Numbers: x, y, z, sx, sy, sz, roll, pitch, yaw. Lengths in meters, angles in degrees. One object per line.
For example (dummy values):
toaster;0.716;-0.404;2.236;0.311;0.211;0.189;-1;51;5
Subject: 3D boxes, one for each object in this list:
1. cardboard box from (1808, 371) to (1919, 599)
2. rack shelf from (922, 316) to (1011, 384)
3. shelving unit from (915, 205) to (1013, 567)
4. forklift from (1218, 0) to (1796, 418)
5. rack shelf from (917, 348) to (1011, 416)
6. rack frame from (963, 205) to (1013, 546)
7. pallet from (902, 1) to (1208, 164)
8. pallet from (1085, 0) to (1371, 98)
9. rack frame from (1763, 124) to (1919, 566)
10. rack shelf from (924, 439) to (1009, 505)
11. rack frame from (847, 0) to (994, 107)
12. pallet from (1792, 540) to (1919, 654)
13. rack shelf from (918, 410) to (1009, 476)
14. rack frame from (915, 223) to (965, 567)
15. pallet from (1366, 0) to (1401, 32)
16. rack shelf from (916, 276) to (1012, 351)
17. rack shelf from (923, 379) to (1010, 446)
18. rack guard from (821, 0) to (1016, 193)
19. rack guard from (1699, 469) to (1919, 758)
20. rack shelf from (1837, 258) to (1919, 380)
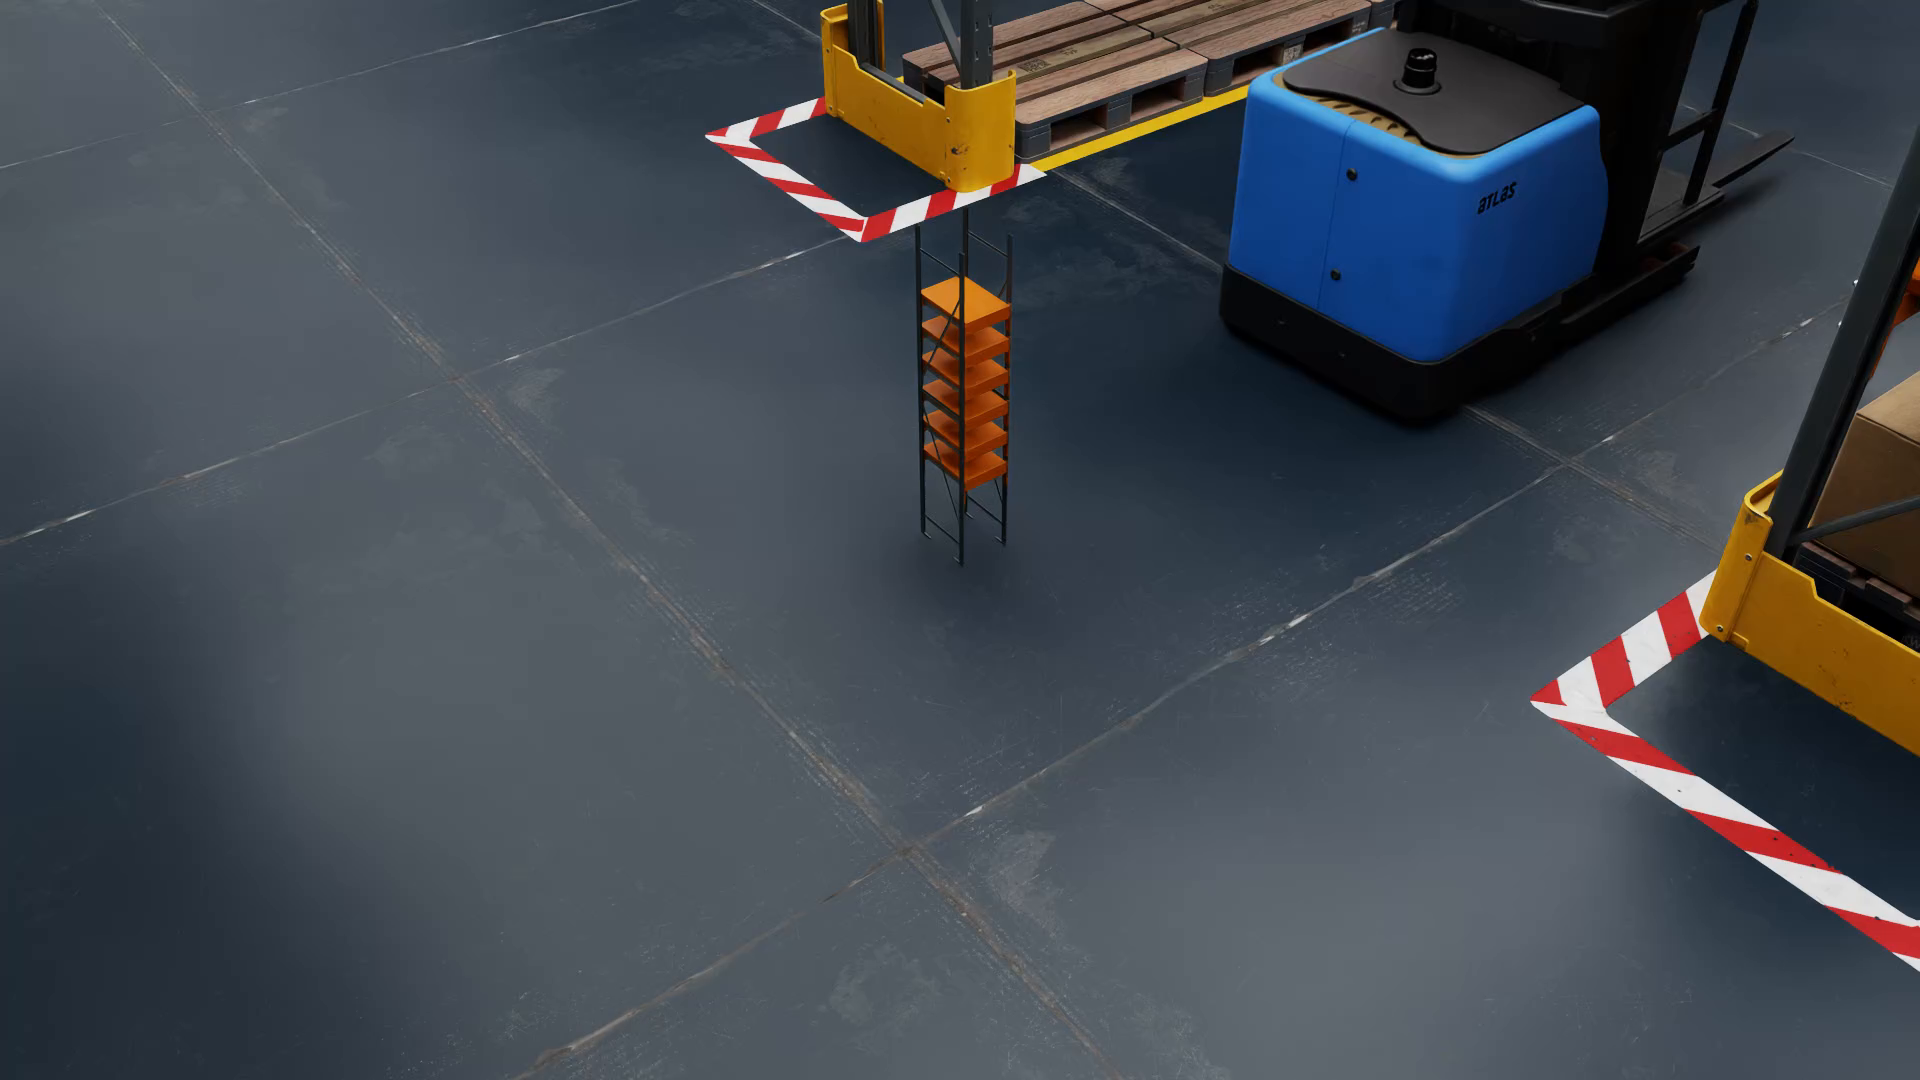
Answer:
cardboard box;3.096;-0.173;5.220;0.500;0.500;0.500;-26;46;-28
rack shelf;0.011;-0.621;5.252;0.180;0.103;0.258;-26;46;-28
shelving unit;0.011;-0.469;5.376;0.189;1.200;0.258;-26;46;-28
forklift;2.500;-2.380;6.340;3.031;2.935;1.130;-28;47;-30
rack shelf;0.011;-0.528;5.328;0.180;0.103;0.258;-26;46;-28
rack frame;0.084;-0.505;5.419;0.006;1.200;0.240;-26;46;-28
pallet;0.477;-2.349;8.447;1.213;0.211;1.003;-26;46;-28
pallet;1.444;-2.818;9.019;1.213;0.211;1.003;-26;46;-28
rack frame;2.815;-0.636;4.160;0.127;3.000;1.000;-26;46;-28
rack shelf;0.011;-0.250;5.557;0.180;0.103;0.258;-26;46;-28
rack frame;-0.201;-3.128;7.198;0.127;3.000;1.000;-26;46;-28
pallet;3.507;0.105;5.456;1.213;0.211;1.003;-26;46;-28
rack shelf;0.011;-0.342;5.481;0.180;0.103;0.258;-26;46;-28
rack frame;-0.061;-0.434;5.333;0.006;1.200;0.240;-26;46;-28
pallet;2.412;-3.292;9.597;1.213;0.211;1.003;-26;46;-28
rack shelf;0.011;-0.713;5.176;0.180;0.103;0.258;-26;46;-28
rack shelf;0.011;-0.435;5.404;0.180;0.103;0.258;-26;46;-28
rack guard;-0.212;-2.146;7.972;0.348;0.500;1.175;-26;46;-28
rack guard;2.875;0.301;4.988;0.348;0.500;1.175;-26;46;-28
rack shelf;4.401;-1.131;5.330;4.000;0.370;1.077;-26;46;-28
